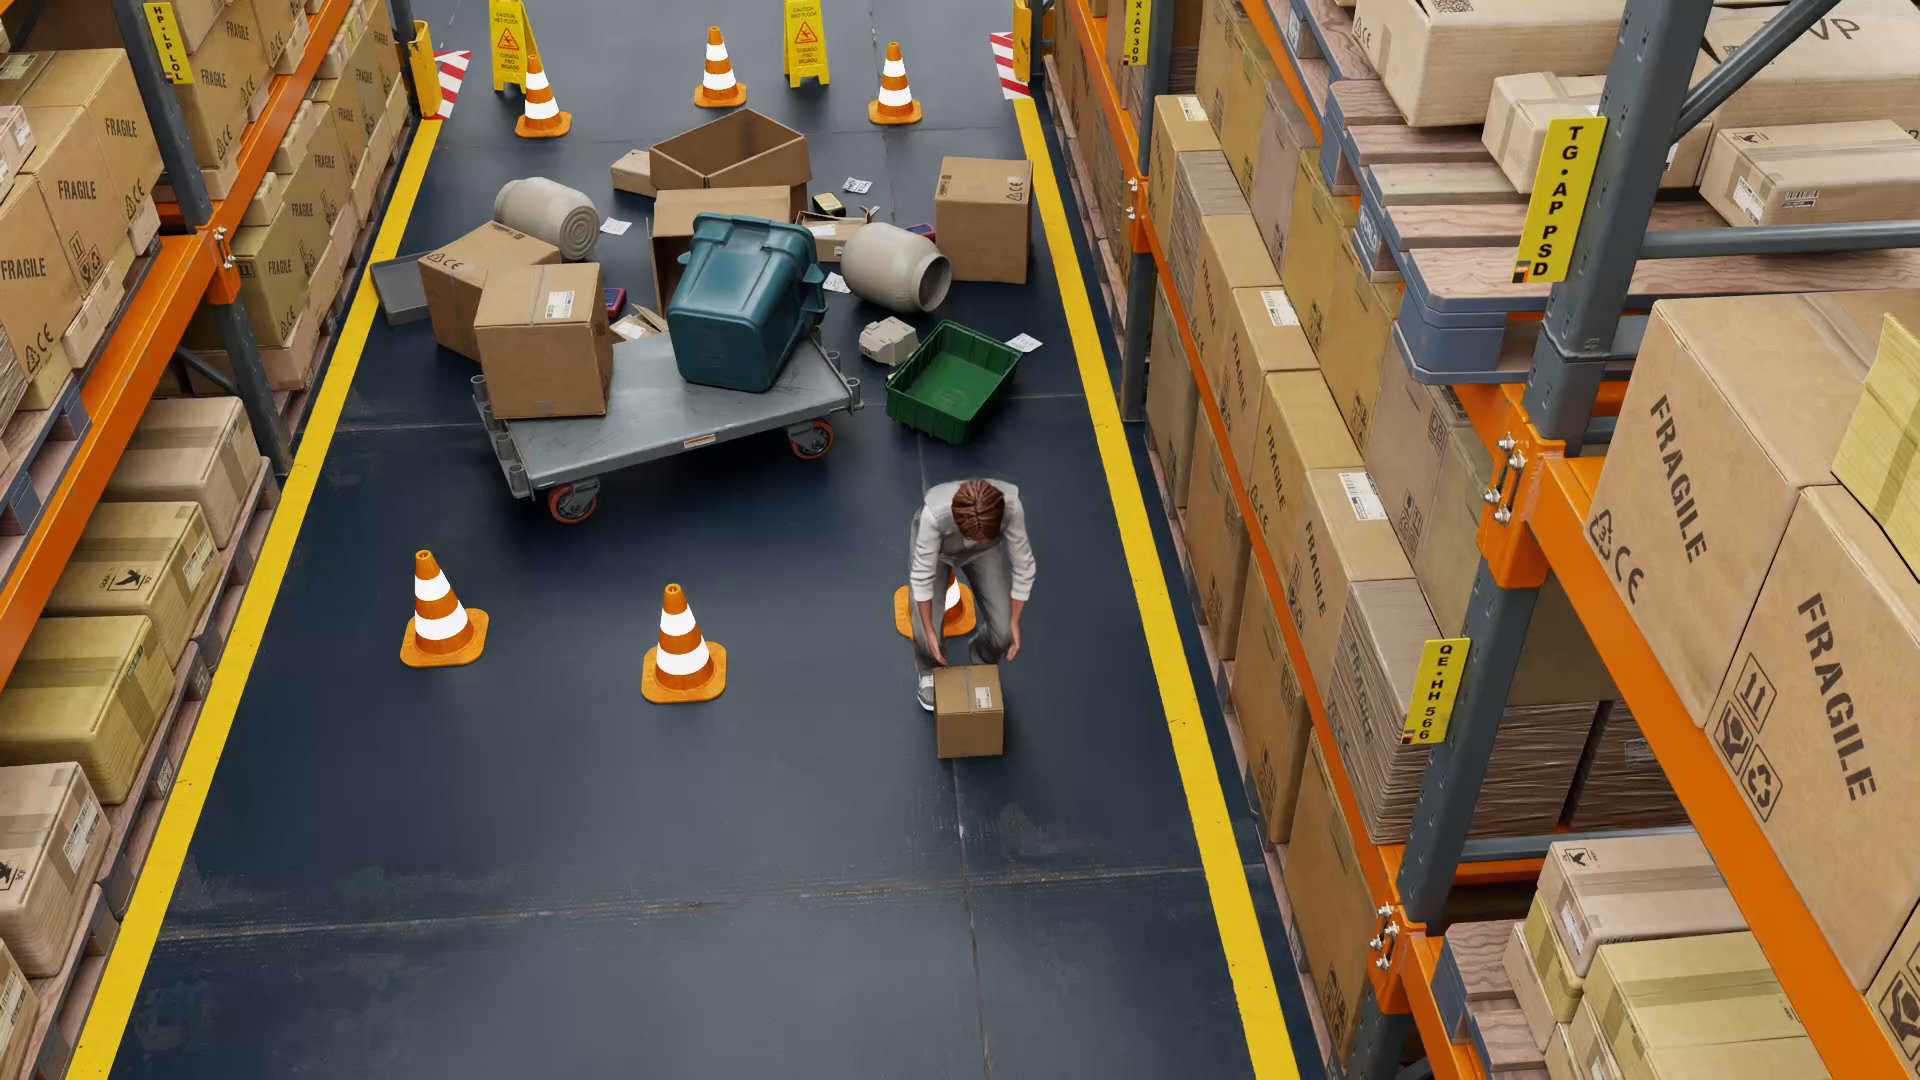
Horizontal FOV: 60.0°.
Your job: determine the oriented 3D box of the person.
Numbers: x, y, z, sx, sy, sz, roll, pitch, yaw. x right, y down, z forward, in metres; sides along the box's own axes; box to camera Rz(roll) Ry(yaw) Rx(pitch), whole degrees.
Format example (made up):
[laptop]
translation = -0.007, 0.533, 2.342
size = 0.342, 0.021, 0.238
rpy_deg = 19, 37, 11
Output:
[person]
translation = 0.017, 0.435, 6.376
size = 0.429, 0.755, 0.839
rpy_deg = -5, 40, -6
